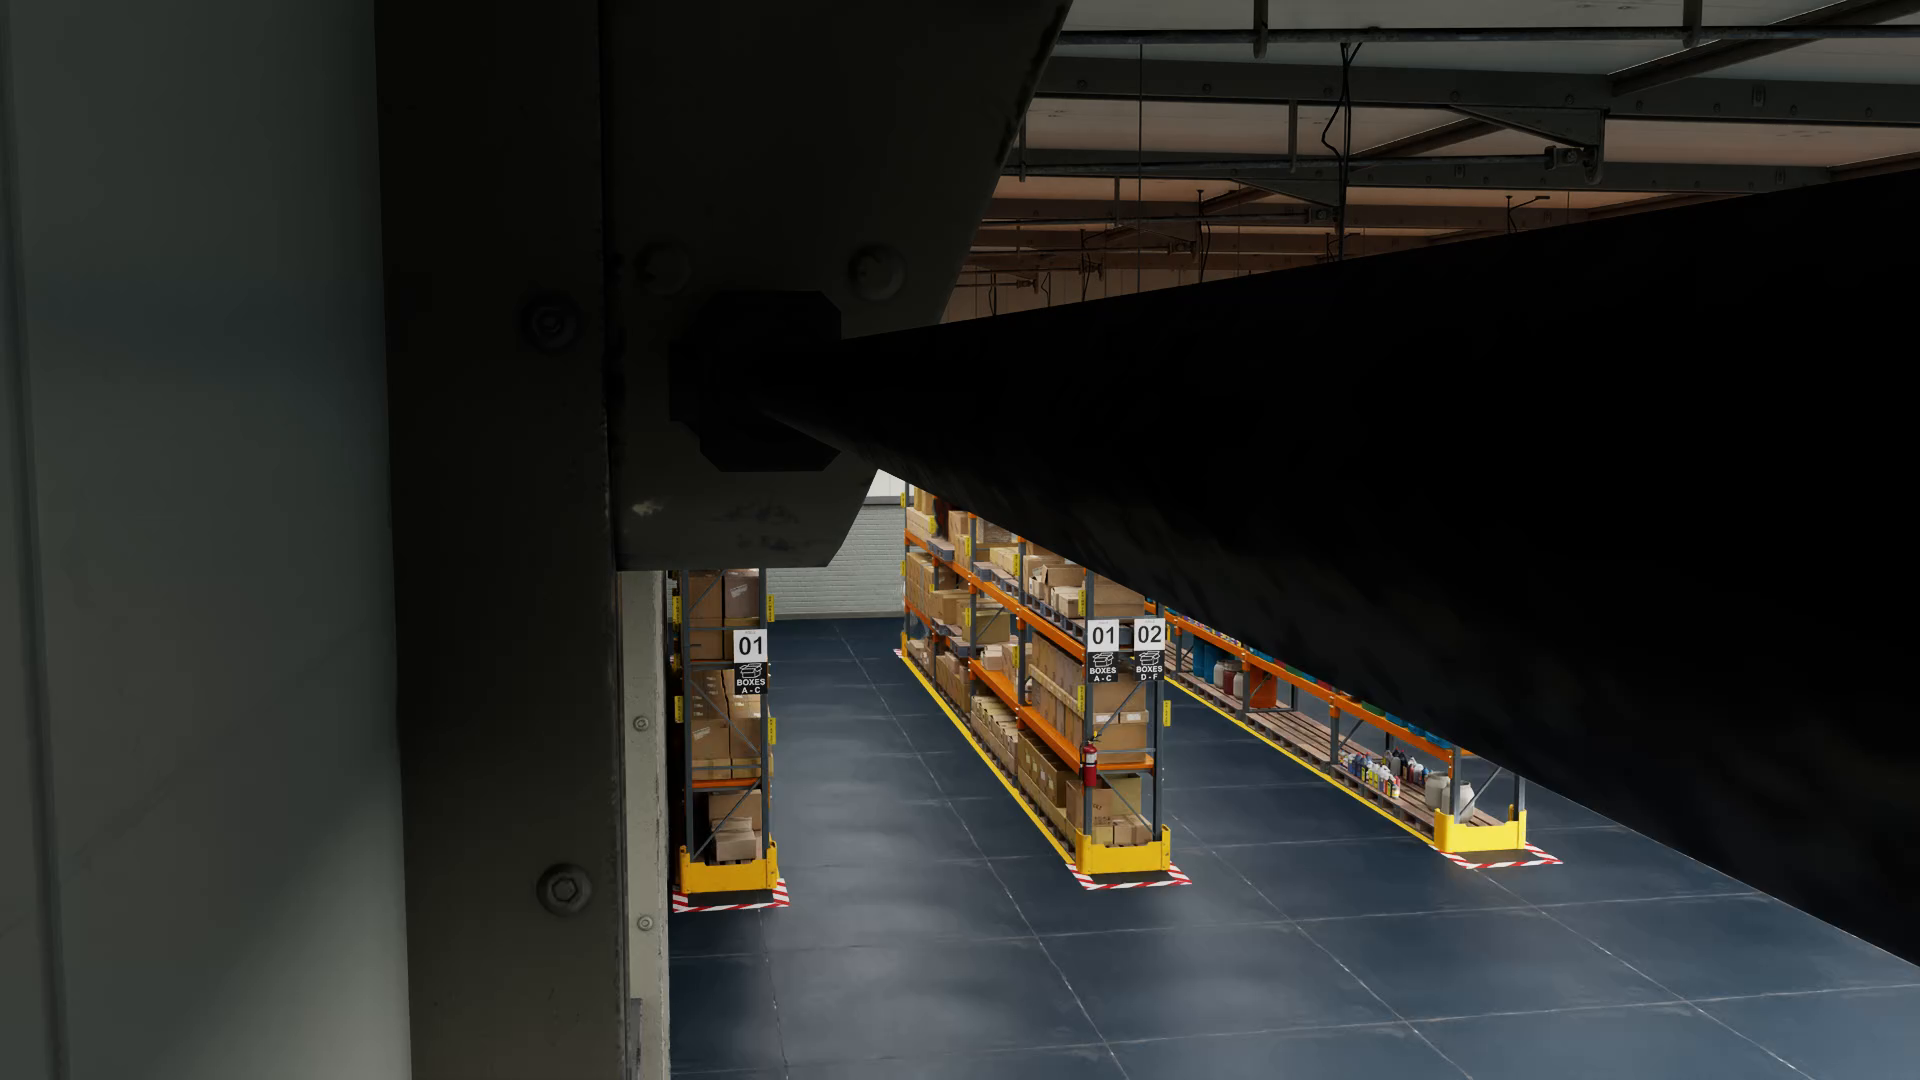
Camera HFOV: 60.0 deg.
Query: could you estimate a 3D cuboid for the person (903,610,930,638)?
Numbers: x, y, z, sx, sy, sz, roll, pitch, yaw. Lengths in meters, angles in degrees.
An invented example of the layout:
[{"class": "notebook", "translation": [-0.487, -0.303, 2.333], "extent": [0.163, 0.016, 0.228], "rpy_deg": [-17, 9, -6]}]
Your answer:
[{"class": "person", "translation": [-0.965, 1.546, 38.240], "extent": [0.800, 1.725, 0.592], "rpy_deg": [3, 7, 29]}]
